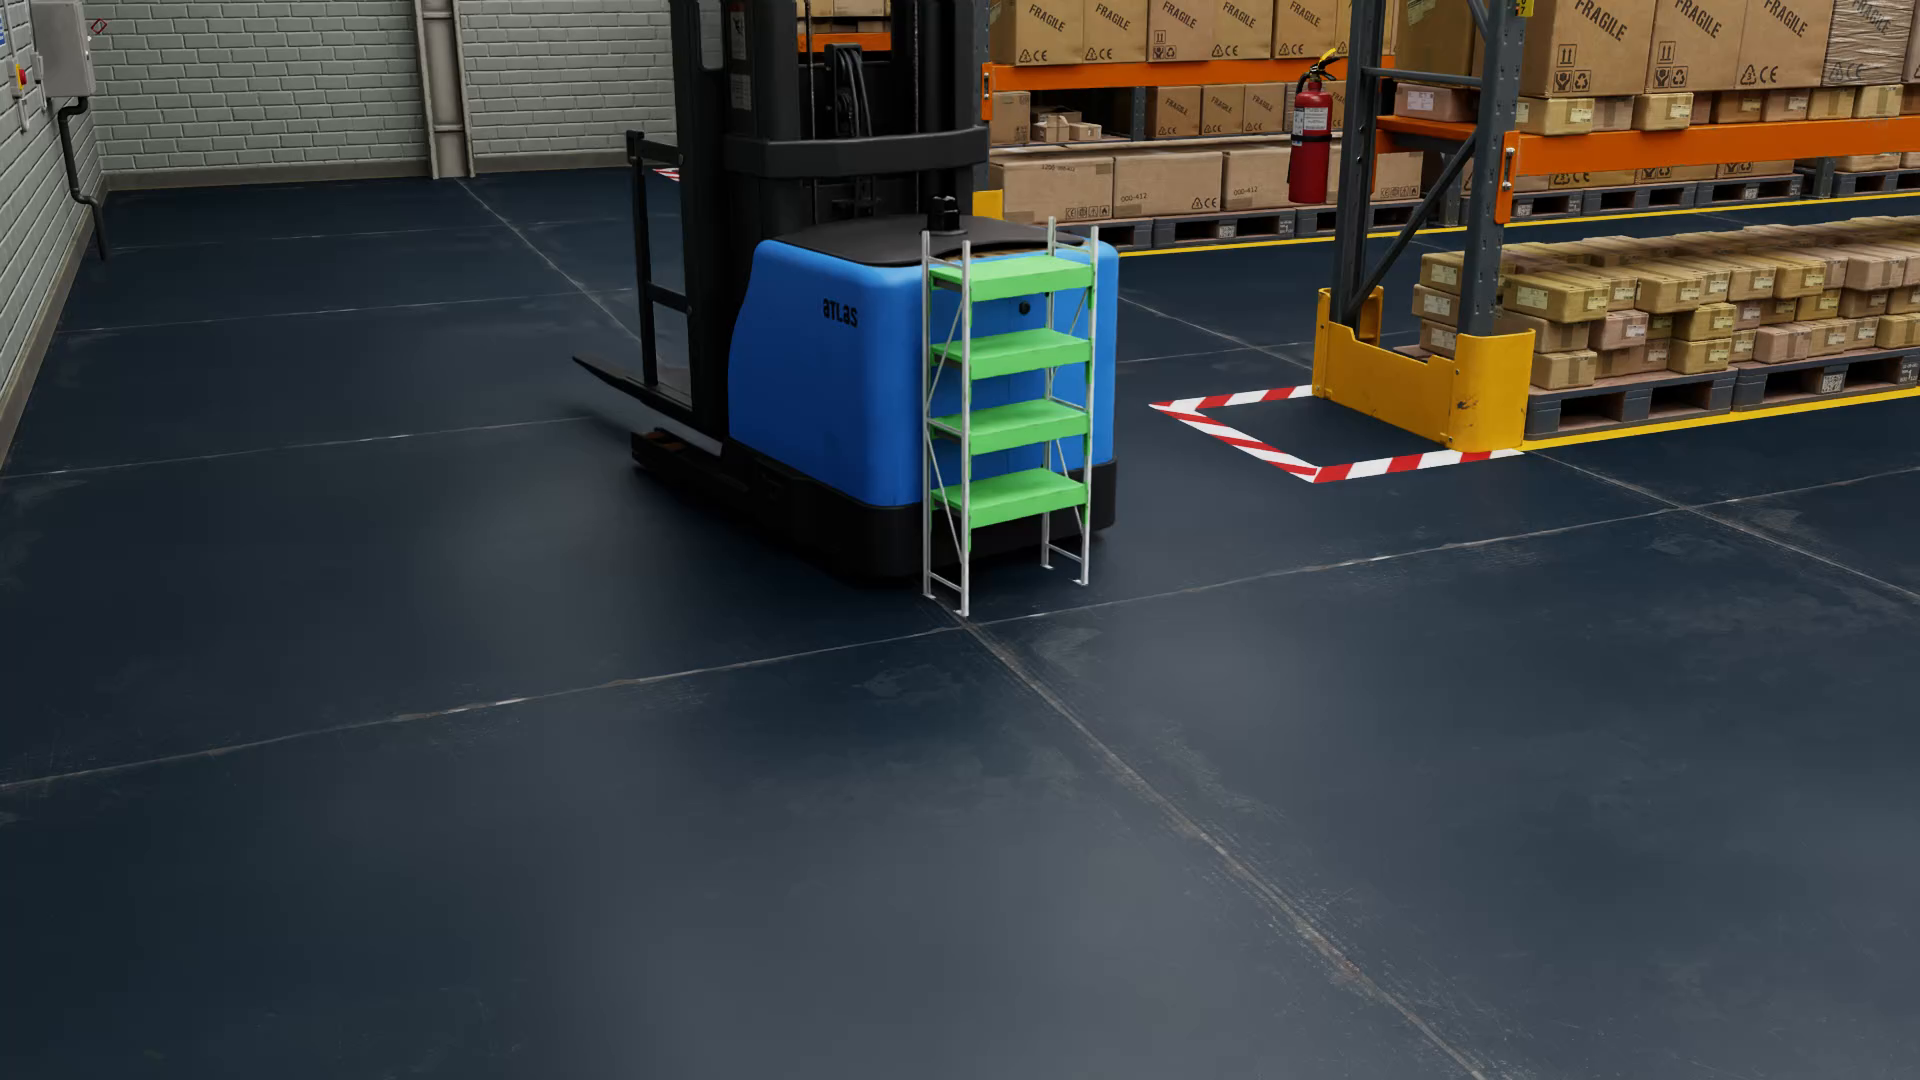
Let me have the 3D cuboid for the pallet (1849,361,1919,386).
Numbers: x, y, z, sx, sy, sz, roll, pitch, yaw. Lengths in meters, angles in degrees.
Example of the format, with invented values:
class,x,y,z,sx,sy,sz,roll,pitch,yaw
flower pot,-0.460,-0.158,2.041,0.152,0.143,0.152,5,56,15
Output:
class,x,y,z,sx,sy,sz,roll,pitch,yaw
pallet,5.067,-1.079,8.768,1.213,0.211,1.003,-8,21,-22

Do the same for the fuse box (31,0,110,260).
class,x,y,z,sx,sy,sz,roll,pitch,yaw
fuse box,-5.923,-2.767,11.303,0.414,1.711,0.539,-8,21,-22

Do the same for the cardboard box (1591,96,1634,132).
class,x,y,z,sx,sy,sz,roll,pitch,yaw
cardboard box,2.641,-1.837,7.102,0.250,0.149,0.380,-7,21,-20

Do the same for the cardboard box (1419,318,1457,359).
class,x,y,z,sx,sy,sz,roll,pitch,yaw
cardboard box,2.397,-0.953,7.873,0.250,0.149,0.380,-8,21,-21

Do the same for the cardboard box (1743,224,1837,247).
class,x,y,z,sx,sy,sz,roll,pitch,yaw
cardboard box,4.285,-1.529,8.612,0.250,0.149,0.380,-8,21,-21

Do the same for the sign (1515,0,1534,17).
class,x,y,z,sx,sy,sz,roll,pitch,yaw
sign,2.212,-2.210,6.479,0.005,0.325,0.100,-8,21,-22

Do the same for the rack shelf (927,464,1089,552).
class,x,y,z,sx,sy,sz,roll,pitch,yaw
rack shelf,0.155,-0.111,5.442,0.480,0.148,0.258,-13,23,-32

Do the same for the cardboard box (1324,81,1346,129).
class,x,y,z,sx,sy,sz,roll,pitch,yaw
cardboard box,4.073,-4.795,18.254,0.500,0.500,0.500,-7,21,-20

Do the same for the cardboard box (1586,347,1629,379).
class,x,y,z,sx,sy,sz,roll,pitch,yaw
cardboard box,2.812,-0.851,7.583,0.250,0.149,0.380,-8,21,-22

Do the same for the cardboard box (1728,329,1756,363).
class,x,y,z,sx,sy,sz,roll,pitch,yaw
cardboard box,3.512,-0.949,7.861,0.250,0.149,0.380,-8,21,-22

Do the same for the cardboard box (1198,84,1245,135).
class,x,y,z,sx,sy,sz,roll,pitch,yaw
cardboard box,2.665,-4.590,17.673,0.500,0.500,0.500,-8,21,-23

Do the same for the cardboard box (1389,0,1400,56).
class,x,y,z,sx,sy,sz,roll,pitch,yaw
cardboard box,3.291,-3.898,12.425,0.500,0.500,0.500,-8,21,-21

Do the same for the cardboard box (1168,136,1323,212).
class,x,y,z,sx,sy,sz,roll,pitch,yaw
cardboard box,2.175,-2.811,12.715,0.875,0.438,0.875,-9,21,-24

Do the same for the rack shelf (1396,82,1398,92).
class,x,y,z,sx,sy,sz,roll,pitch,yaw
rack shelf,5.452,-3.913,13.703,4.000,0.370,1.077,-8,21,-22

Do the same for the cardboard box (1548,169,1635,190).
class,x,y,z,sx,sy,sz,roll,pitch,yaw
cardboard box,4.980,-3.413,13.765,0.875,0.875,0.875,-8,21,-20

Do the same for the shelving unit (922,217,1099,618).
class,x,y,z,sx,sy,sz,roll,pitch,yaw
shelving unit,0.156,-0.397,5.340,0.503,1.200,0.258,-13,23,-32

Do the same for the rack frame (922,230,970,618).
class,x,y,z,sx,sy,sz,roll,pitch,yaw
rack frame,-0.045,-0.351,5.210,0.015,1.200,0.240,-13,23,-32

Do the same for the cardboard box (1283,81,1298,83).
class,x,y,z,sx,sy,sz,roll,pitch,yaw
cardboard box,3.492,-5.029,17.943,0.250,0.149,0.380,-8,21,-22

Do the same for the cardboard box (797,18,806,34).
class,x,y,z,sx,sy,sz,roll,pitch,yaw
cardboard box,-1.616,-4.818,15.566,0.250,0.149,0.380,-8,21,-22

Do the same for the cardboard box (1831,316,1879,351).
class,x,y,z,sx,sy,sz,roll,pitch,yaw
cardboard box,4.228,-1.041,8.123,0.250,0.149,0.380,-8,21,-21

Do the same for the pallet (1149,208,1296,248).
class,x,y,z,sx,sy,sz,roll,pitch,yaw
pallet,1.765,-2.436,12.624,1.213,0.211,1.003,-8,21,-22

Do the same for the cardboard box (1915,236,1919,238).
class,x,y,z,sx,sy,sz,roll,pitch,yaw
cardboard box,5.001,-1.421,8.305,0.250,0.149,0.380,-8,21,-22

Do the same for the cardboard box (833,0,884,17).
class,x,y,z,sx,sy,sz,roll,pitch,yaw
cardboard box,-1.040,-5.090,15.740,0.500,0.250,0.500,-8,21,-21

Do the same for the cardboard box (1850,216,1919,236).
class,x,y,z,sx,sy,sz,roll,pitch,yaw
cardboard box,4.995,-1.627,8.891,0.250,0.149,0.380,-7,21,-19

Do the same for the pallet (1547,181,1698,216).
class,x,y,z,sx,sy,sz,roll,pitch,yaw
pallet,5.416,-2.961,14.112,1.213,0.211,1.003,-8,21,-22

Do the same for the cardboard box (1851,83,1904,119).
class,x,y,z,sx,sy,sz,roll,pitch,yaw
cardboard box,4.093,-2.038,7.673,0.250,0.149,0.380,-8,21,-21

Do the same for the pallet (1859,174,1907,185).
class,x,y,z,sx,sy,sz,roll,pitch,yaw
pallet,9.125,-3.462,15.537,1.213,0.211,1.003,-8,21,-22

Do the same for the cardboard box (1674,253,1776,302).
class,x,y,z,sx,sy,sz,roll,pitch,yaw
cardboard box,3.553,-1.225,7.749,0.250,0.149,0.380,-7,21,-20

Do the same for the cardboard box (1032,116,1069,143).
class,x,y,z,sx,sy,sz,roll,pitch,yaw
cardboard box,0.923,-4.201,16.922,0.258,0.266,0.396,-7,21,-20

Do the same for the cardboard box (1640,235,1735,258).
class,x,y,z,sx,sy,sz,roll,pitch,yaw
cardboard box,3.597,-1.404,8.258,0.250,0.149,0.380,-9,21,-24

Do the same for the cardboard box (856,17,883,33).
class,x,y,z,sx,sy,sz,roll,pitch,yaw
cardboard box,-0.917,-4.925,15.871,0.250,0.149,0.380,-7,21,-20

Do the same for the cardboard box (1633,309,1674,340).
class,x,y,z,sx,sy,sz,roll,pitch,yaw
cardboard box,3.043,-1.029,7.642,0.250,0.149,0.380,-8,21,-21

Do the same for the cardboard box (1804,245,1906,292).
class,x,y,z,sx,sy,sz,roll,pitch,yaw
cardboard box,4.277,-1.307,7.983,0.250,0.149,0.380,-9,21,-24

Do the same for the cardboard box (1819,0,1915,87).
class,x,y,z,sx,sy,sz,roll,pitch,yaw
cardboard box,3.920,-2.337,7.545,0.500,0.500,0.500,-9,21,-23

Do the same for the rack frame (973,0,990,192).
class,x,y,z,sx,sy,sz,roll,pitch,yaw
rack frame,-0.057,-3.463,11.342,0.127,3.000,1.000,-8,21,-22

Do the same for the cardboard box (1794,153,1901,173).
class,x,y,z,sx,sy,sz,roll,pitch,yaw
cardboard box,7.811,-3.546,14.900,0.625,0.372,0.950,-10,22,-26

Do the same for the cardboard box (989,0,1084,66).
class,x,y,z,sx,sy,sz,roll,pitch,yaw
cardboard box,0.498,-3.486,11.256,0.500,0.500,0.500,-8,21,-22

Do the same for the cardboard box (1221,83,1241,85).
class,x,y,z,sx,sy,sz,roll,pitch,yaw
cardboard box,2.782,-4.931,17.666,0.250,0.149,0.380,-9,21,-23

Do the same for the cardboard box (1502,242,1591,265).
class,x,y,z,sx,sy,sz,roll,pitch,yaw
cardboard box,2.823,-1.336,8.066,0.250,0.149,0.380,-9,21,-23

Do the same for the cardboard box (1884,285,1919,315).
class,x,y,z,sx,sy,sz,roll,pitch,yaw
cardboard box,4.528,-1.226,8.200,0.250,0.149,0.380,-8,21,-21

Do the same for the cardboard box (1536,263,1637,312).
class,x,y,z,sx,sy,sz,roll,pitch,yaw
cardboard box,2.818,-1.139,7.506,0.250,0.149,0.380,-8,21,-21

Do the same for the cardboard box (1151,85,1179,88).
class,x,y,z,sx,sy,sz,roll,pitch,yaw
cardboard box,2.081,-4.794,17.275,0.250,0.149,0.380,-7,21,-19

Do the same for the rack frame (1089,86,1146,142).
class,x,y,z,sx,sy,sz,roll,pitch,yaw
rack frame,1.646,-5.503,17.134,0.127,3.000,1.000,-8,21,-22

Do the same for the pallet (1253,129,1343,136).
class,x,y,z,sx,sy,sz,roll,pitch,yaw
pallet,3.500,-4.468,18.393,1.213,0.211,1.003,-8,21,-22

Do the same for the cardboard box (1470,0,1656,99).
class,x,y,z,sx,sy,sz,roll,pitch,yaw
cardboard box,2.518,-2.129,6.955,0.500,0.500,0.500,-7,21,-19

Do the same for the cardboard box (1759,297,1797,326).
class,x,y,z,sx,sy,sz,roll,pitch,yaw
cardboard box,3.760,-1.142,7.962,0.250,0.149,0.380,-7,21,-19

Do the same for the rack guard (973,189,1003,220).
class,x,y,z,sx,sy,sz,roll,pitch,yaw
rack guard,-0.079,-2.281,11.748,0.348,0.500,1.175,-8,21,-22

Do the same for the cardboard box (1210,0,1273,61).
class,x,y,z,sx,sy,sz,roll,pitch,yaw
cardboard box,1.878,-3.694,11.845,0.500,0.500,0.500,-7,21,-20

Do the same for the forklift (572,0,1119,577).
class,x,y,z,sx,sy,sz,roll,pitch,yaw
forklift,-0.690,-1.690,6.410,1.130,2.935,3.031,-13,23,-32

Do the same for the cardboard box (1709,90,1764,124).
class,x,y,z,sx,sy,sz,roll,pitch,yaw
cardboard box,3.352,-1.961,7.452,0.250,0.149,0.380,-8,21,-22
